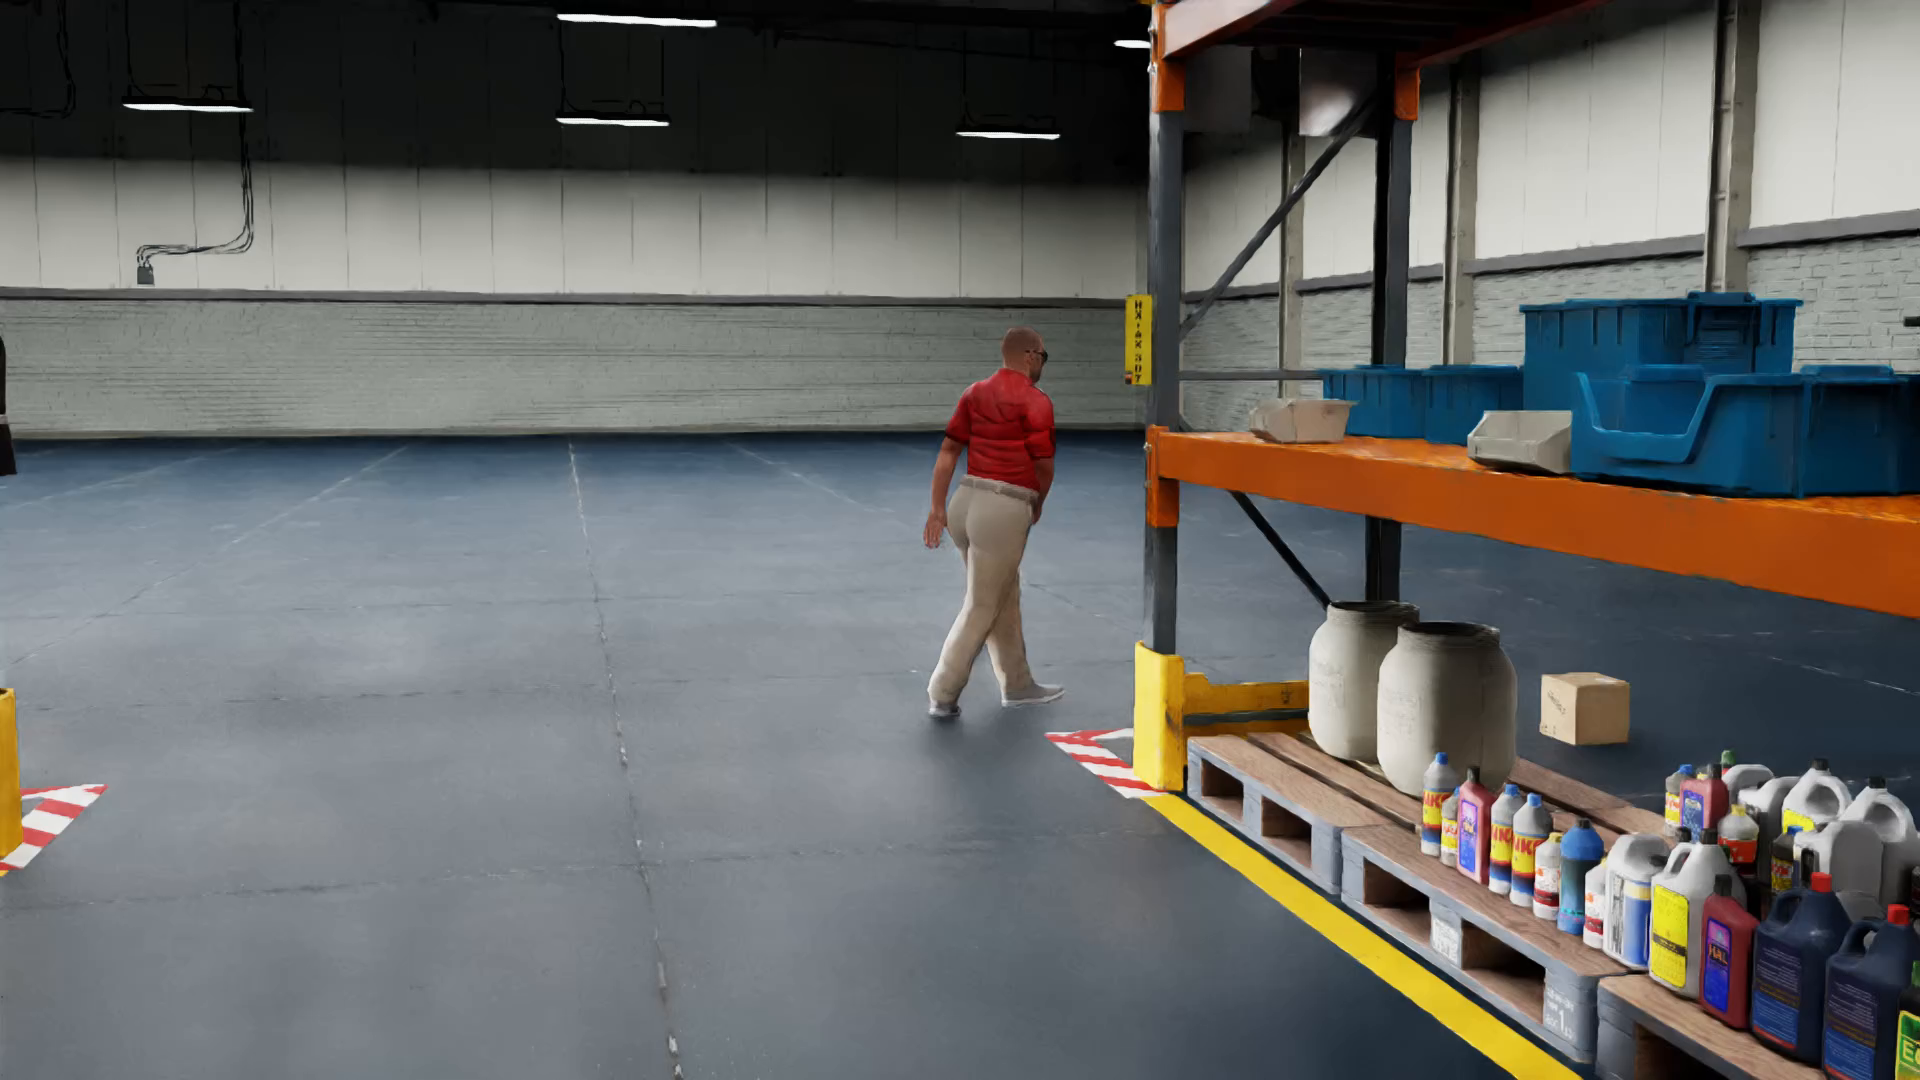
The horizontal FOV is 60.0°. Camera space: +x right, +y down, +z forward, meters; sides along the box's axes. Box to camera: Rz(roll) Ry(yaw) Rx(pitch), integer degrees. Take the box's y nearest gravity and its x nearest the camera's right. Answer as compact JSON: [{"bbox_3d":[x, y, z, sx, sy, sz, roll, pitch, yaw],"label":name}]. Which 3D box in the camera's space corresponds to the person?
[{"bbox_3d":[0.167,-0.081,7.263,0.797,1.699,0.582,-4,7,-35],"label":"person"}]
